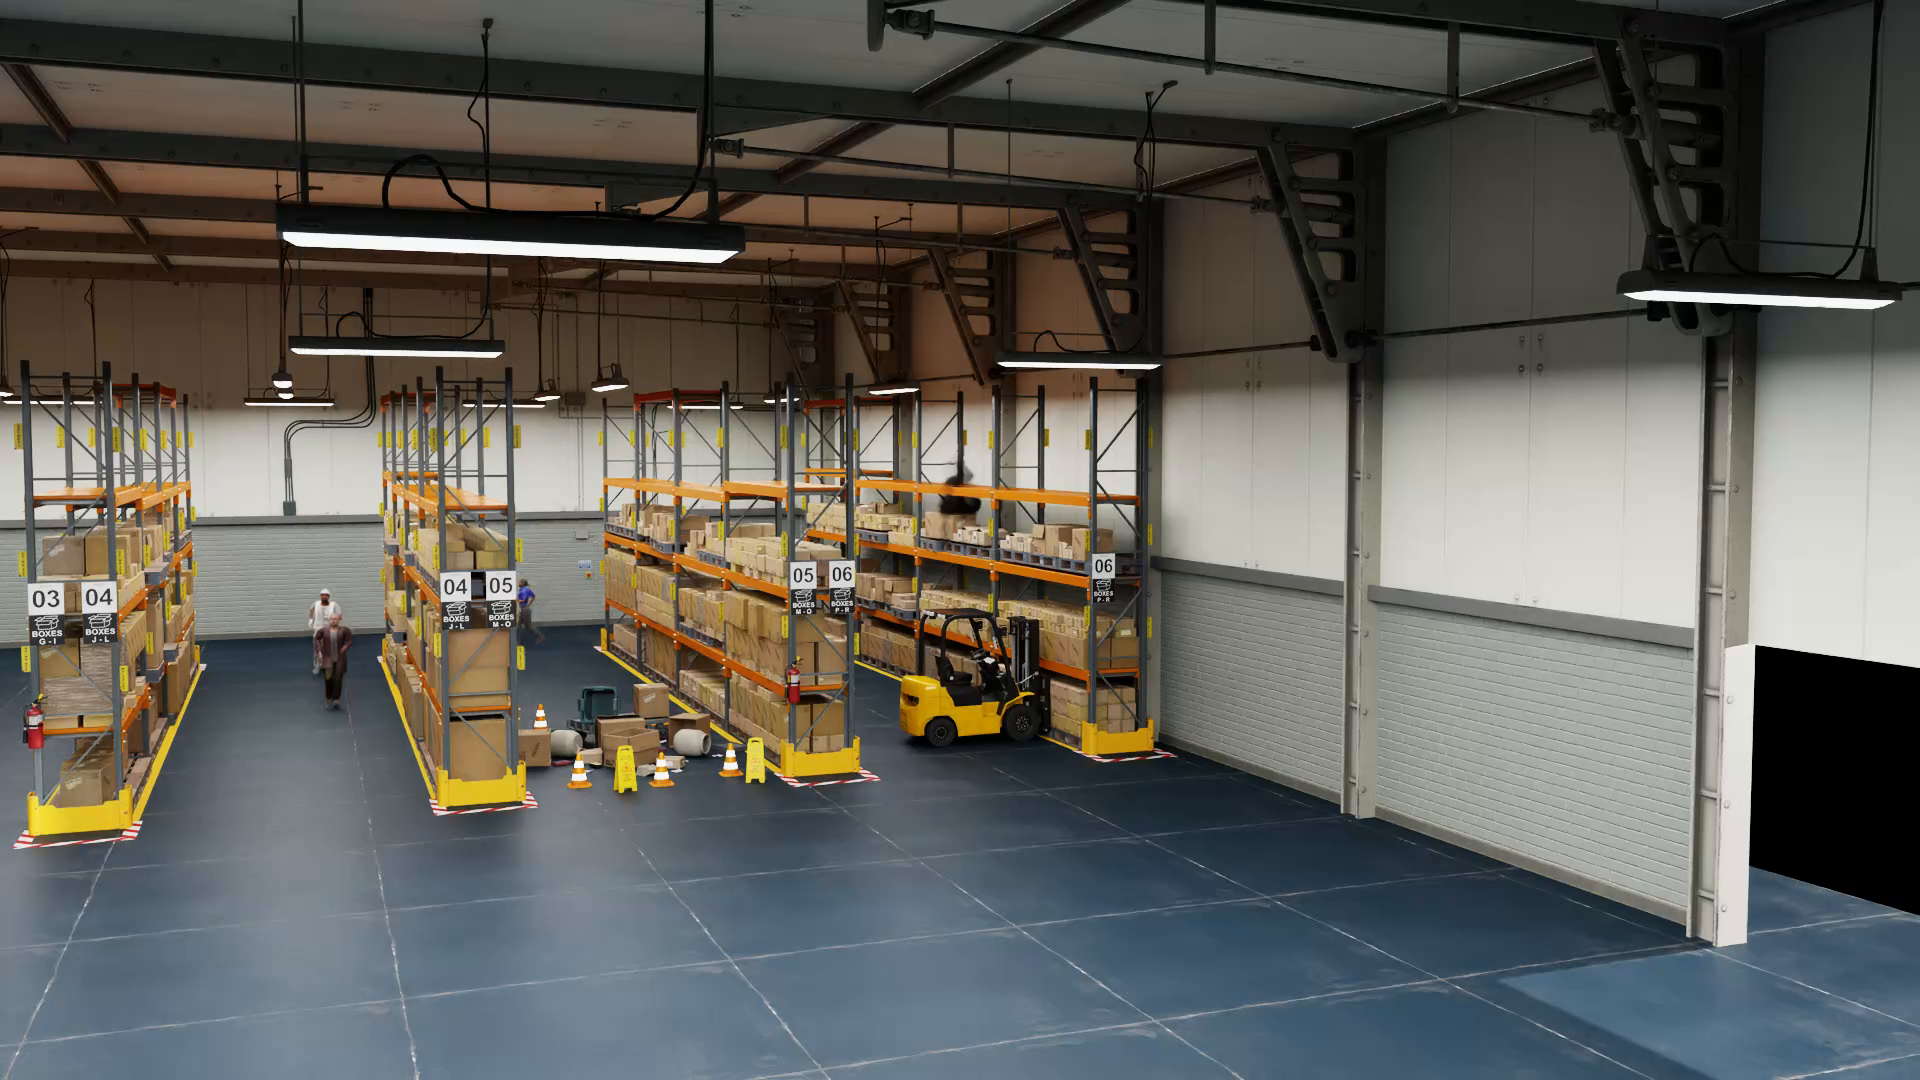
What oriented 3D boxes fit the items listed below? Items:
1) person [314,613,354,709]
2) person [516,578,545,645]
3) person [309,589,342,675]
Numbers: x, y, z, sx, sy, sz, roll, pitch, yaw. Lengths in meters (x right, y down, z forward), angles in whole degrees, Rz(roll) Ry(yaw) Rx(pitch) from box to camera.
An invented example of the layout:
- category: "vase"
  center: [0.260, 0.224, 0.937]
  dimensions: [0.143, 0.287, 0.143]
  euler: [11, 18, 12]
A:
- category: "person"
  center: [-11.674, 2.262, 31.046]
  dimensions: [0.701, 1.792, 0.766]
  euler: [-1, 4, -23]
- category: "person"
  center: [-10.464, 1.765, 40.128]
  dimensions: [0.859, 1.693, 0.560]
  euler: [-1, 4, -14]
- category: "person"
  center: [-13.654, 1.955, 35.800]
  dimensions: [0.677, 1.809, 0.737]
  euler: [-1, 4, -19]
